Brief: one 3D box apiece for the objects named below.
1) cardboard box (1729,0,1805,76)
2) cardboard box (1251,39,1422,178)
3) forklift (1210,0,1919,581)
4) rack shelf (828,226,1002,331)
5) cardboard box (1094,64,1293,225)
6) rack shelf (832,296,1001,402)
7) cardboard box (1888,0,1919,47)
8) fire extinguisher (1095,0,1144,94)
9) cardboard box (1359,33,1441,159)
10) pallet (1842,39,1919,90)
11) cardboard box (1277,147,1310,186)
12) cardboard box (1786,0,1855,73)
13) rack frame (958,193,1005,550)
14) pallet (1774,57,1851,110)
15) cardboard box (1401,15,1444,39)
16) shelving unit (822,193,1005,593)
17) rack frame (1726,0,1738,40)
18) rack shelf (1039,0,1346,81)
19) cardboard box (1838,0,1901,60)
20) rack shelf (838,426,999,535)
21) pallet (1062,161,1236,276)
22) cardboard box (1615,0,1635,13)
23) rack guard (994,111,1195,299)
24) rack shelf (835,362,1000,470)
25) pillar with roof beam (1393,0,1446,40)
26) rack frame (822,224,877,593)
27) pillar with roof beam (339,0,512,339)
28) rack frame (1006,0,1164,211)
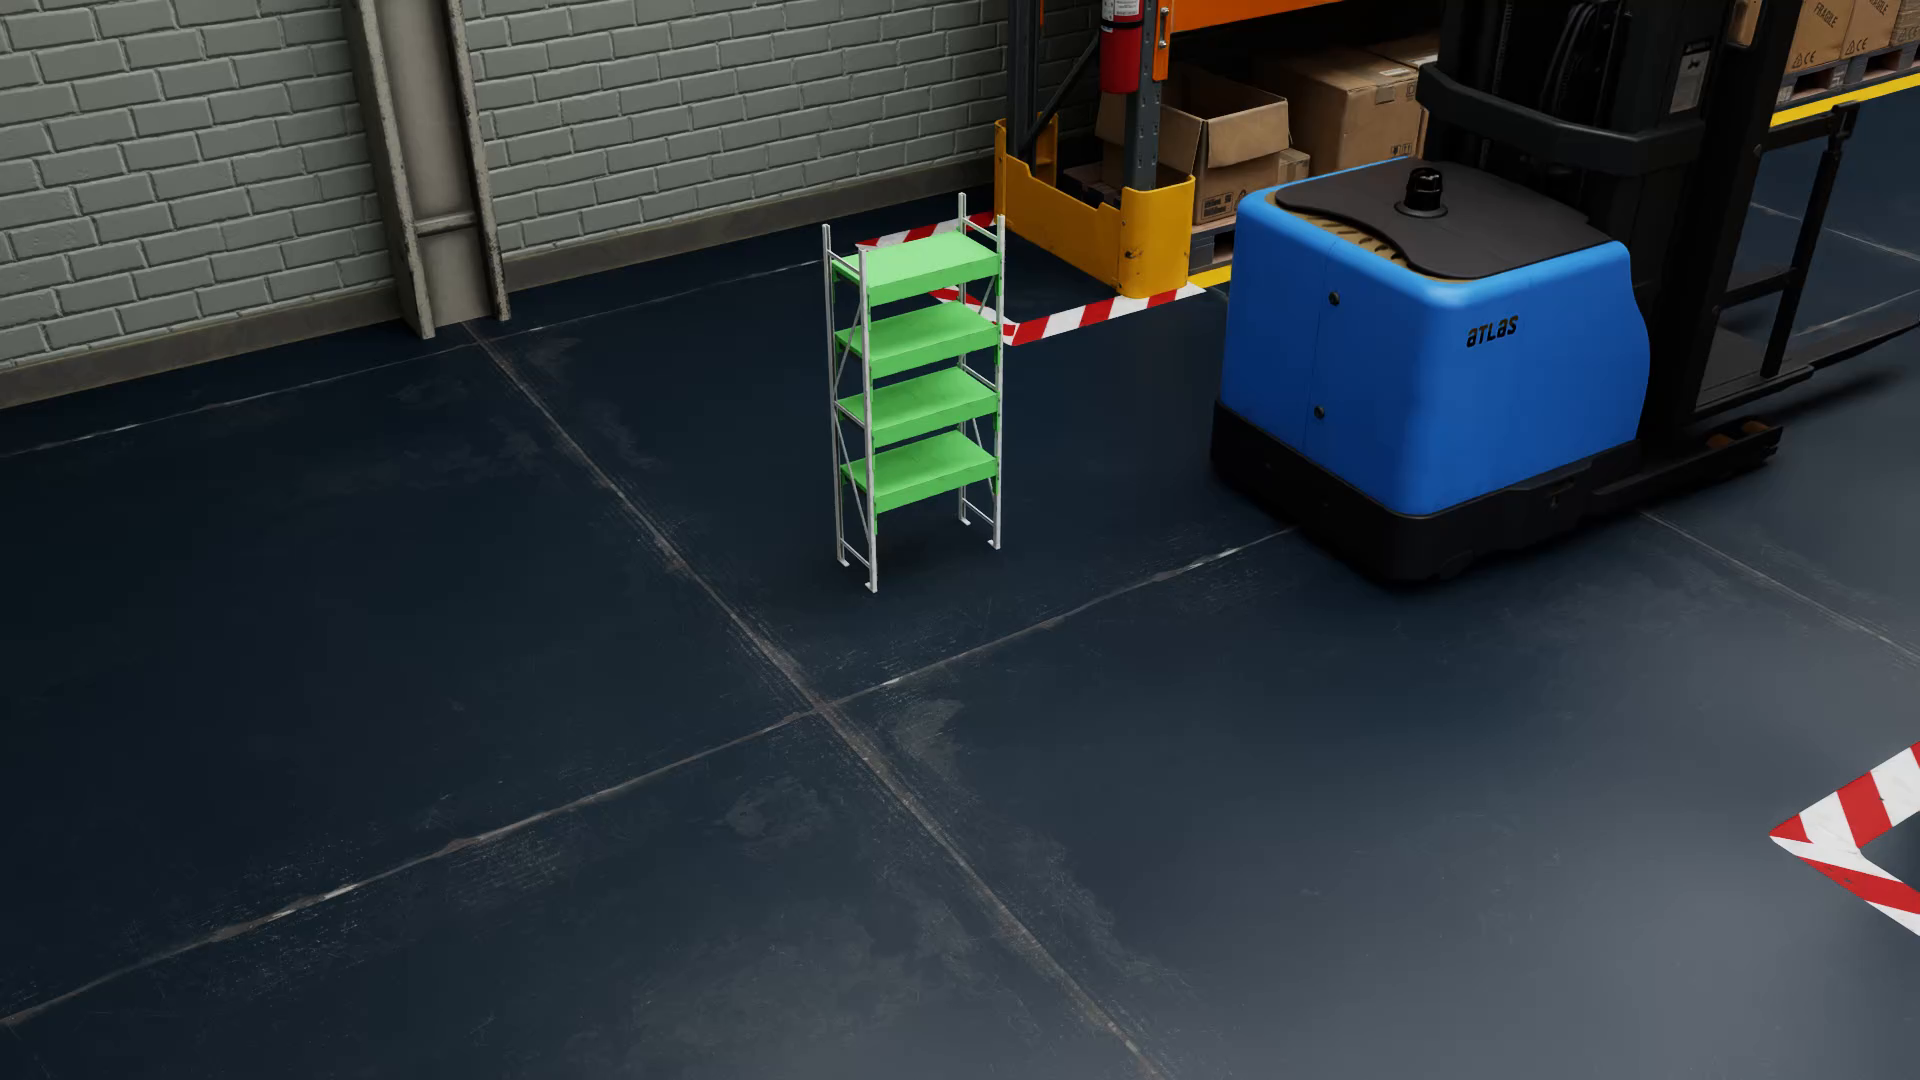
[{"bbox_3d":[4.431,-2.942,9.552,0.500,0.500,0.500,-17,36,-25],"label":"cardboard box"},{"bbox_3d":[1.845,-2.111,8.234,0.500,0.500,0.700,-17,36,-25],"label":"cardboard box"},{"bbox_3d":[2.444,-1.682,5.669,3.031,2.935,1.130,-18,36,-26],"label":"forklift"},{"bbox_3d":[-0.139,-0.812,5.132,0.480,0.148,0.258,-19,37,-27],"label":"rack shelf"},{"bbox_3d":[1.106,-1.883,7.869,0.637,0.503,0.797,-21,38,-29],"label":"cardboard box"},{"bbox_3d":[-0.139,-0.609,5.260,0.480,0.148,0.258,-19,37,-27],"label":"rack shelf"},{"bbox_3d":[5.734,-3.390,10.262,0.500,0.500,0.500,-20,38,-29],"label":"cardboard box"},{"bbox_3d":[0.667,-2.186,6.826,0.183,0.674,0.296,-19,37,-27],"label":"fire extinguisher"},{"bbox_3d":[2.344,-2.219,8.405,0.500,0.500,0.500,-18,37,-26],"label":"cardboard box"},{"bbox_3d":[5.592,-3.210,10.641,1.213,0.211,1.003,-19,37,-27],"label":"pallet"},{"bbox_3d":[1.484,-1.838,8.131,0.250,0.149,0.380,-21,38,-29],"label":"cardboard box"},{"bbox_3d":[4.873,-3.100,9.803,0.500,0.500,0.500,-19,37,-28],"label":"cardboard box"},{"bbox_3d":[0.066,-0.530,5.466,0.015,1.200,0.240,-19,37,-27],"label":"rack frame"},{"bbox_3d":[4.565,-2.855,10.079,1.213,0.211,1.003,-19,37,-27],"label":"pallet"},{"bbox_3d":[2.718,-2.411,8.710,0.500,0.500,0.700,-20,38,-29],"label":"cardboard box"},{"bbox_3d":[-0.139,-0.460,5.354,0.503,1.200,0.258,-19,37,-27],"label":"shelving unit"},{"bbox_3d":[3.902,-3.783,8.935,0.127,3.000,1.000,-19,37,-27],"label":"rack frame"},{"bbox_3d":[2.221,-2.900,8.211,4.000,0.370,1.077,-19,37,-27],"label":"rack shelf"},{"bbox_3d":[5.295,-3.243,10.028,0.500,0.500,0.500,-20,37,-29],"label":"cardboard box"},{"bbox_3d":[-0.139,-0.203,5.516,0.480,0.148,0.258,-19,37,-27],"label":"rack shelf"},{"bbox_3d":[1.274,-1.700,8.247,1.213,0.211,1.003,-19,37,-27],"label":"pallet"},{"bbox_3d":[4.155,-3.178,9.925,0.500,0.500,0.500,-19,37,-27],"label":"cardboard box"},{"bbox_3d":[0.604,-1.591,7.804,0.348,0.500,1.175,-19,37,-27],"label":"rack guard"},{"bbox_3d":[-0.139,-0.406,5.388,0.480,0.148,0.258,-19,37,-27],"label":"rack shelf"},{"bbox_3d":[5.161,-4.593,4.596,0.400,9.000,9.100,-19,37,-27],"label":"pillar with roof beam"},{"bbox_3d":[-0.344,-0.389,5.242,0.015,1.200,0.240,-19,37,-27],"label":"rack frame"},{"bbox_3d":[0.118,-2.858,1.846,0.400,9.000,9.100,-19,37,-27],"label":"pillar with roof beam"},{"bbox_3d":[0.540,-2.627,7.102,0.127,3.000,1.000,-19,37,-27],"label":"rack frame"}]
